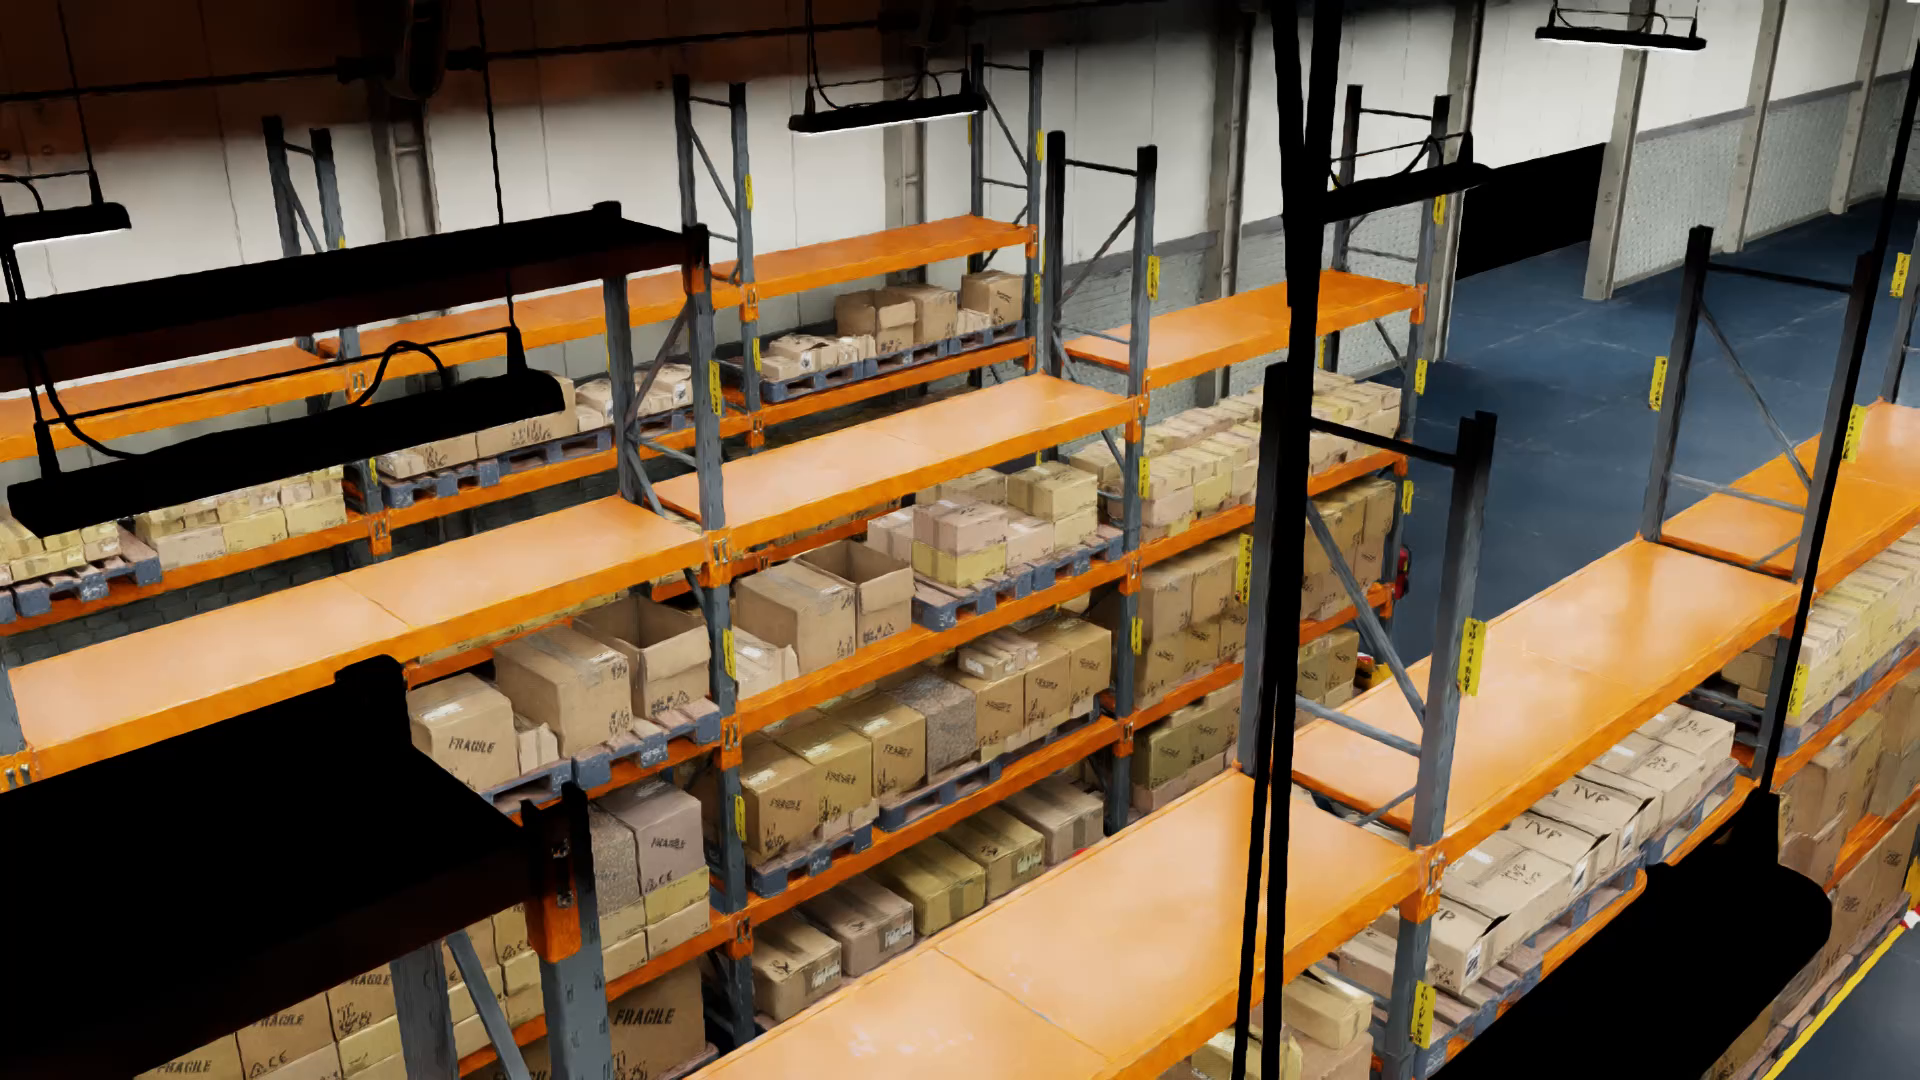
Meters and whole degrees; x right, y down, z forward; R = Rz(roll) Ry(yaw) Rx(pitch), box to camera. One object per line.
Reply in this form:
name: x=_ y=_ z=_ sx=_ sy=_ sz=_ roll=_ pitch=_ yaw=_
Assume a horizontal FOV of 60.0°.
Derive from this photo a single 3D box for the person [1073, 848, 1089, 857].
person: x=0.849 y=2.912 z=11.436 sx=0.653 sy=1.786 sz=0.570 roll=-6 pitch=23 yaw=-15
